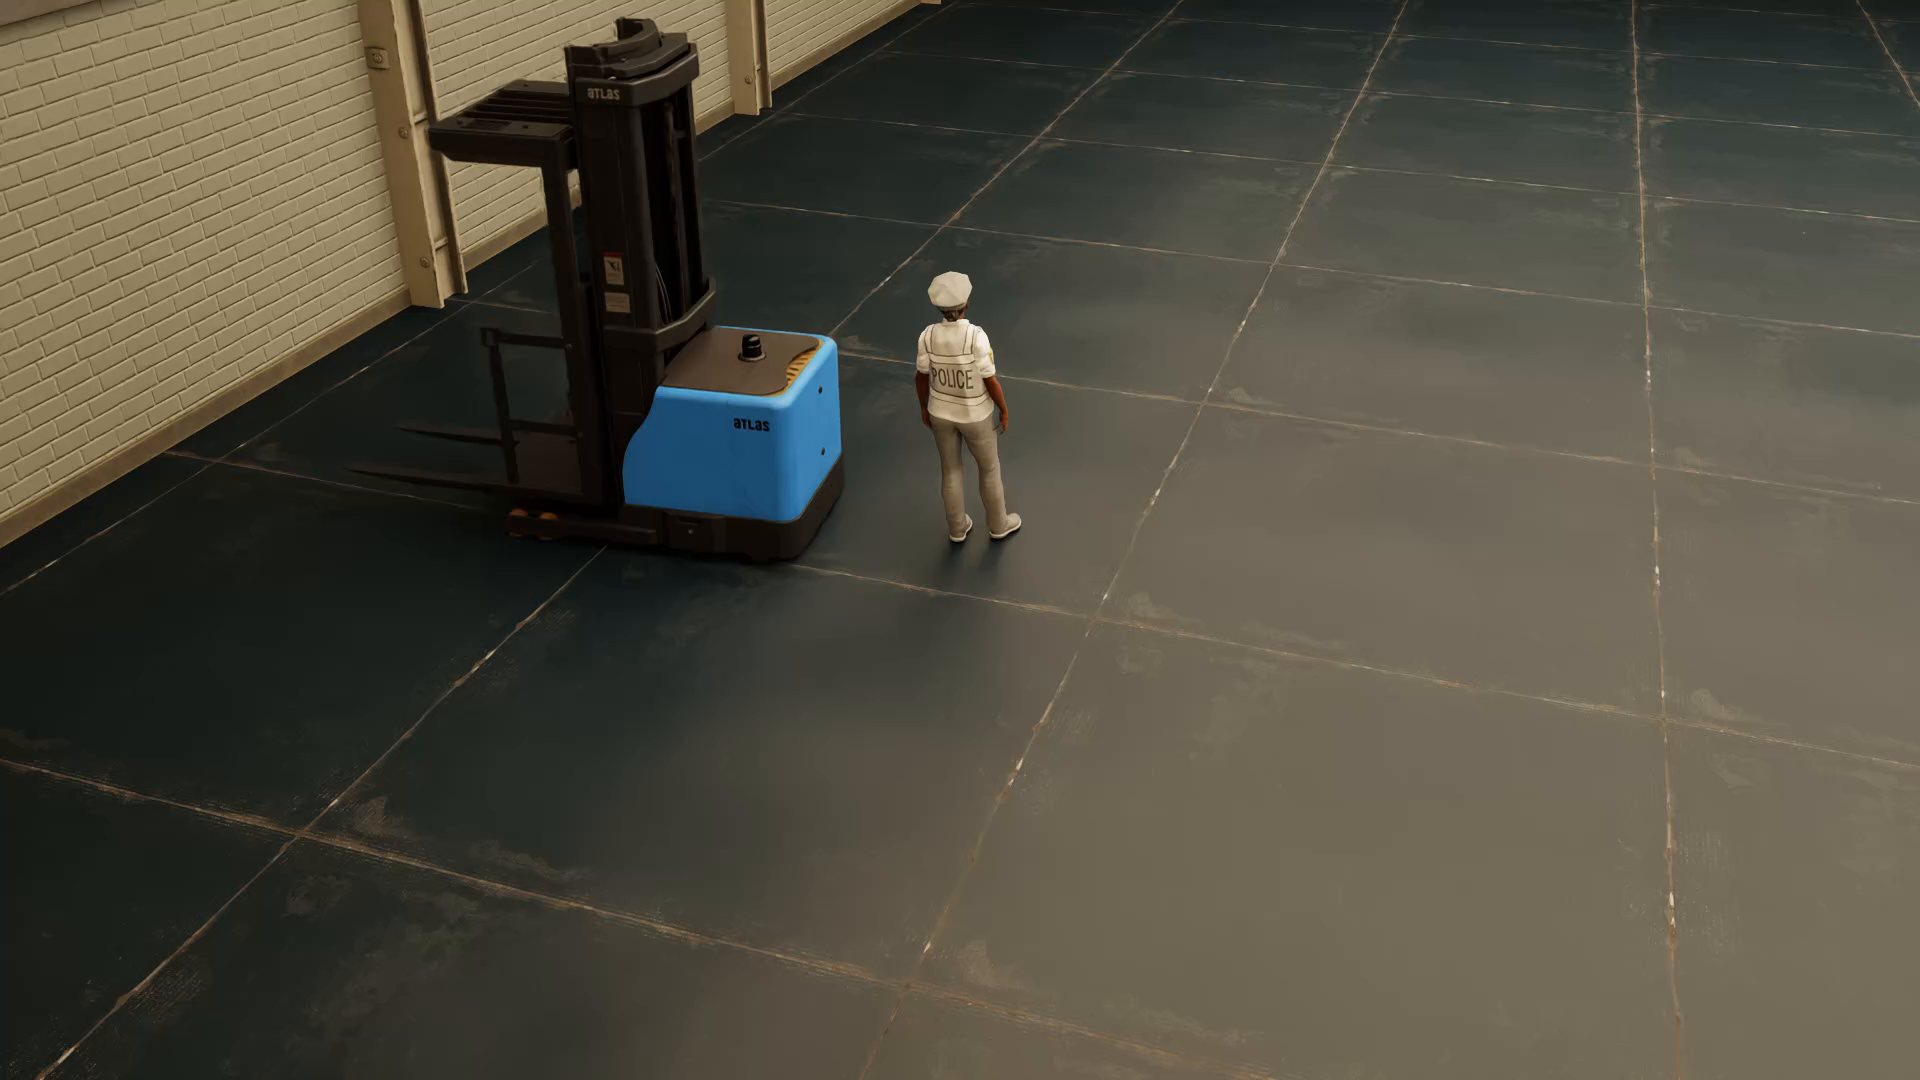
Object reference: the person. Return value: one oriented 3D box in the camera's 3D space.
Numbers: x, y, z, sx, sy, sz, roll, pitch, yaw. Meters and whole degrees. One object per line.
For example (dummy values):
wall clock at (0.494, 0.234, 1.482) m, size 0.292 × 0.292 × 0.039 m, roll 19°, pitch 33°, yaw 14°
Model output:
person at (0.043, -0.774, 9.729) m, size 0.569 × 1.694 × 0.529 m, roll 10°, pitch 31°, yaw 16°

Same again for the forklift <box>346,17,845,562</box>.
forklift at (-2.305, -1.518, 9.799) m, size 3.031 × 2.935 × 1.130 m, roll 7°, pitch 30°, yaw 12°
